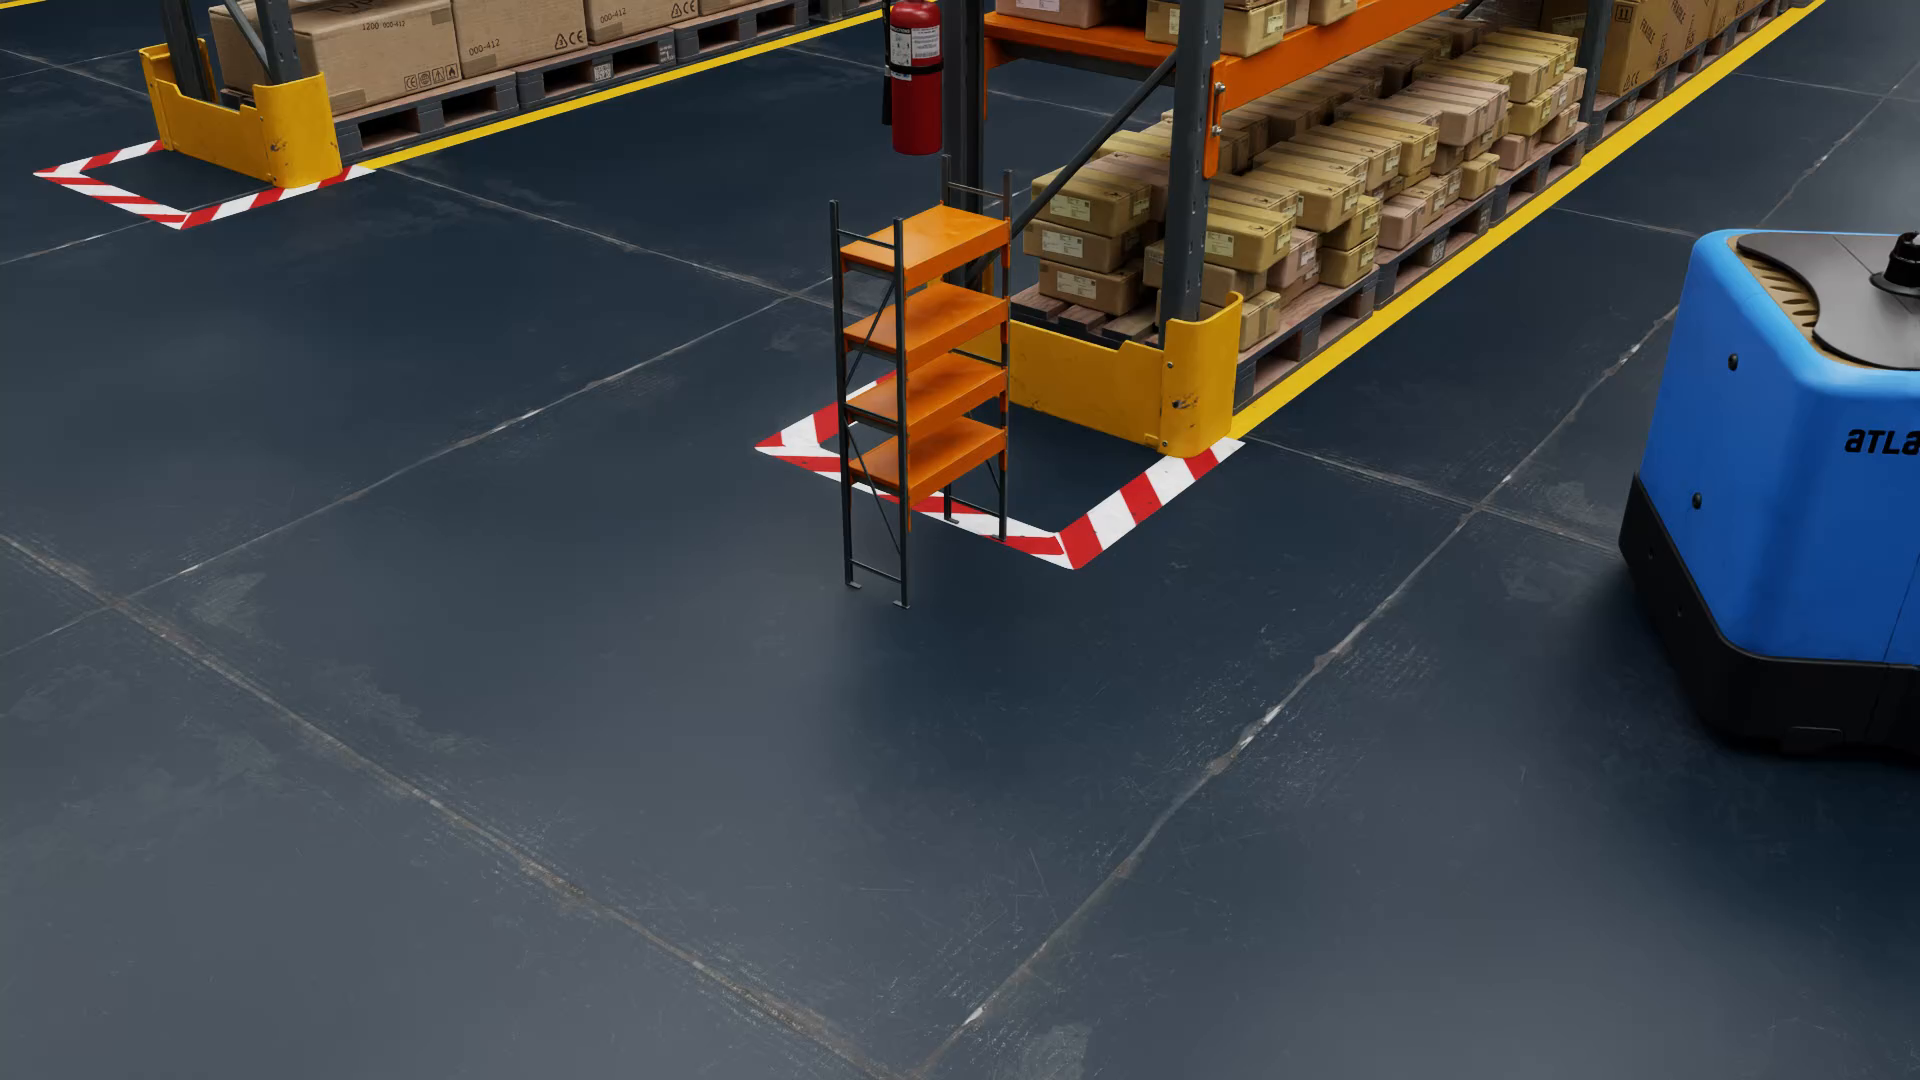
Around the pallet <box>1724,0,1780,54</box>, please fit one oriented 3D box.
[{"bbox_3d":[4.731,-3.511,10.967,1.003,0.211,1.213,21,37,31],"label":"pallet"}]

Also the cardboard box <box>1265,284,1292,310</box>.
[{"bbox_3d":[1.039,-0.976,6.339,0.380,0.149,0.250,21,37,31],"label":"cardboard box"}]

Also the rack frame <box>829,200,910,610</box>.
[{"bbox_3d":[-0.247,-0.350,4.663,0.240,1.200,0.015,21,37,31],"label":"rack frame"}]

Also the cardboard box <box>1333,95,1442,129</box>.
[{"bbox_3d":[1.816,-1.767,7.090,0.380,0.149,0.250,21,37,31],"label":"cardboard box"}]

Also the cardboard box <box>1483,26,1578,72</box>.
[{"bbox_3d":[2.783,-2.387,8.137,0.380,0.149,0.250,22,37,33],"label":"cardboard box"}]

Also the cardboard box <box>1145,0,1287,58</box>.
[{"bbox_3d":[0.832,-1.699,5.420,0.380,0.149,0.250,21,36,31],"label":"cardboard box"}]

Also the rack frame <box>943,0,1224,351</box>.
[{"bbox_3d":[0.375,-1.776,5.304,1.000,3.000,0.127,21,37,31],"label":"rack frame"}]

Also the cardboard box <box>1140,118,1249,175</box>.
[{"bbox_3d":[0.952,-1.594,6.798,0.380,0.149,0.250,20,36,29],"label":"cardboard box"}]

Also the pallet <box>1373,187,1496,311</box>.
[{"bbox_3d":[1.677,-1.420,7.439,1.003,0.211,1.213,21,37,31],"label":"pallet"}]

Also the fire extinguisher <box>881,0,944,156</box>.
[{"bbox_3d":[-0.145,-1.622,5.486,0.296,0.674,0.183,21,37,31],"label":"fire extinguisher"}]

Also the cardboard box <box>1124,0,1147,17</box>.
[{"bbox_3d":[0.527,-1.977,5.890,0.380,0.149,0.250,21,37,31],"label":"cardboard box"}]

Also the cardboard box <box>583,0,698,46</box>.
[{"bbox_3d":[-2.222,-3.376,10.106,0.875,0.438,0.875,20,36,30],"label":"cardboard box"}]

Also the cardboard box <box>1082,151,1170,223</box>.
[{"bbox_3d":[0.690,-1.364,6.410,0.380,0.149,0.250,22,37,32],"label":"cardboard box"}]

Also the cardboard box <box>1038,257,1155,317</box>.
[{"bbox_3d":[0.527,-1.008,6.394,0.380,0.149,0.250,22,37,32],"label":"cardboard box"}]

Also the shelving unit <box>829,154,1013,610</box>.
[{"bbox_3d":[-0.100,-0.449,4.830,0.258,1.200,0.503,21,37,31],"label":"shelving unit"}]

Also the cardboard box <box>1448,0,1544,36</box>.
[{"bbox_3d":[3.036,-2.885,9.217,0.500,0.500,0.500,20,36,30],"label":"cardboard box"}]

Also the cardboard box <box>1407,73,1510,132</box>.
[{"bbox_3d":[2.207,-1.948,7.395,0.380,0.149,0.250,19,36,29],"label":"cardboard box"}]

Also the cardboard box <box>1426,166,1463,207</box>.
[{"bbox_3d":[1.989,-1.586,7.368,0.380,0.149,0.250,22,37,32],"label":"cardboard box"}]

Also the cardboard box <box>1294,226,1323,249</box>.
[{"bbox_3d":[1.184,-1.213,6.447,0.380,0.149,0.250,22,37,32],"label":"cardboard box"}]

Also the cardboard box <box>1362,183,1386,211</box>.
[{"bbox_3d":[1.509,-1.421,6.798,0.380,0.149,0.250,19,36,29],"label":"cardboard box"}]

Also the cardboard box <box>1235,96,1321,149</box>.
[{"bbox_3d":[1.317,-1.793,7.134,0.380,0.149,0.250,20,36,30],"label":"cardboard box"}]

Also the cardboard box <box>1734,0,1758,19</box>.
[{"bbox_3d":[4.699,-3.575,10.380,0.500,0.500,0.500,23,38,33],"label":"cardboard box"}]

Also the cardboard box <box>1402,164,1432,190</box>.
[{"bbox_3d":[1.811,-1.650,7.185,0.380,0.149,0.250,23,38,33],"label":"cardboard box"}]

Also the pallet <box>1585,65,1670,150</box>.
[{"bbox_3d":[3.259,-2.519,9.294,1.003,0.211,1.213,21,37,31],"label":"pallet"}]

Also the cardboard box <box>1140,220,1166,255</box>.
[{"bbox_3d":[0.667,-1.250,6.510,0.380,0.149,0.250,20,36,30],"label":"cardboard box"}]

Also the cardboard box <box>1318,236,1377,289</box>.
[{"bbox_3d":[1.426,-1.149,6.632,0.380,0.149,0.250,22,37,32],"label":"cardboard box"}]

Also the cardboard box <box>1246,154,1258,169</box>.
[{"bbox_3d":[1.081,-1.587,7.078,0.380,0.149,0.250,22,37,32],"label":"cardboard box"}]

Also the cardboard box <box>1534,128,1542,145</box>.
[{"bbox_3d":[2.601,-2.012,8.087,0.380,0.149,0.250,22,37,33],"label":"cardboard box"}]

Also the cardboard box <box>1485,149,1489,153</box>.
[{"bbox_3d":[2.237,-1.815,7.755,0.380,0.149,0.250,20,36,30],"label":"cardboard box"}]

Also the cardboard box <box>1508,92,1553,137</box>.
[{"bbox_3d":[2.552,-2.030,7.826,0.380,0.149,0.250,20,36,30],"label":"cardboard box"}]

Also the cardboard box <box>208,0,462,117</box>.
[{"bbox_3d":[-3.314,-2.636,8.856,0.875,0.438,0.875,20,36,30],"label":"cardboard box"}]

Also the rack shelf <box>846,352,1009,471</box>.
[{"bbox_3d":[-0.100,-0.391,4.865,0.258,0.148,0.480,21,37,31],"label":"rack shelf"}]

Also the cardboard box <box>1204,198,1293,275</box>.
[{"bbox_3d":[0.962,-1.094,5.955,0.380,0.149,0.250,19,36,29],"label":"cardboard box"}]

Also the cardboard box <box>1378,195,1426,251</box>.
[{"bbox_3d":[1.723,-1.357,6.982,0.380,0.149,0.250,19,36,29],"label":"cardboard box"}]

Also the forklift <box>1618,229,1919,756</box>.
[{"bbox_3d":[3.477,-0.891,3.878,3.031,2.935,1.130,3,31,5],"label":"forklift"}]

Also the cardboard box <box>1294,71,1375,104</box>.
[{"bbox_3d":[1.633,-1.996,7.478,0.380,0.149,0.250,19,36,29],"label":"cardboard box"}]

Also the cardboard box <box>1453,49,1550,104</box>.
[{"bbox_3d":[2.515,-2.168,7.767,0.380,0.149,0.250,21,36,31],"label":"cardboard box"}]

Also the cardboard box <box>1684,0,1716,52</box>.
[{"bbox_3d":[4.071,-3.158,9.677,0.500,0.500,0.500,22,37,32],"label":"cardboard box"}]

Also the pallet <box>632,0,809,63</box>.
[{"bbox_3d":[-1.739,-3.399,10.779,1.003,0.211,1.213,21,37,31],"label":"pallet"}]

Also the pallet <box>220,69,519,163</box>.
[{"bbox_3d":[-3.212,-2.408,9.106,1.003,0.211,1.213,21,37,31],"label":"pallet"}]

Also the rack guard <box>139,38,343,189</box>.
[{"bbox_3d":[-3.647,-2.173,8.427,1.175,0.500,0.348,21,37,31],"label":"rack guard"}]

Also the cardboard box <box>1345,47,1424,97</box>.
[{"bbox_3d":[1.950,-2.211,7.839,0.380,0.149,0.250,20,36,30],"label":"cardboard box"}]

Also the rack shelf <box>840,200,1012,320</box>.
[{"bbox_3d":[-0.100,-0.787,4.630,0.258,0.148,0.480,21,37,31],"label":"rack shelf"}]

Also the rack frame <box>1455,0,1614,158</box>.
[{"bbox_3d":[2.790,-3.402,8.048,1.000,3.000,0.127,21,37,31],"label":"rack frame"}]

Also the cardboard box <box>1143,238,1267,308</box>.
[{"bbox_3d":[0.896,-0.992,6.074,0.380,0.149,0.250,23,38,33],"label":"cardboard box"}]

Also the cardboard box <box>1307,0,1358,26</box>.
[{"bbox_3d":[1.158,-1.908,5.773,0.380,0.149,0.250,20,36,30],"label":"cardboard box"}]

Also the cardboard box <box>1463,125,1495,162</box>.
[{"bbox_3d":[2.184,-1.849,7.520,0.380,0.149,0.250,22,37,32],"label":"cardboard box"}]

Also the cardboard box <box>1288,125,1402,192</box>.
[{"bbox_3d":[1.546,-1.543,6.712,0.380,0.149,0.250,23,37,33],"label":"cardboard box"}]

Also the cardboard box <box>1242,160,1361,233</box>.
[{"bbox_3d":[1.287,-1.307,6.313,0.380,0.149,0.250,21,37,31],"label":"cardboard box"}]

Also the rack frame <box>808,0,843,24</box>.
[{"bbox_3d":[-1.218,-4.884,10.549,1.000,3.000,0.127,21,37,31],"label":"rack frame"}]

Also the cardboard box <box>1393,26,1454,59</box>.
[{"bbox_3d":[2.203,-2.442,8.229,0.380,0.149,0.250,23,38,34],"label":"cardboard box"}]

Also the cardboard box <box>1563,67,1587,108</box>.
[{"bbox_3d":[2.853,-2.258,8.211,0.380,0.149,0.250,22,37,32],"label":"cardboard box"}]

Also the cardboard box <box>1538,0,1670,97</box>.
[{"bbox_3d":[3.447,-2.726,8.947,0.500,0.500,0.500,23,37,33],"label":"cardboard box"}]
